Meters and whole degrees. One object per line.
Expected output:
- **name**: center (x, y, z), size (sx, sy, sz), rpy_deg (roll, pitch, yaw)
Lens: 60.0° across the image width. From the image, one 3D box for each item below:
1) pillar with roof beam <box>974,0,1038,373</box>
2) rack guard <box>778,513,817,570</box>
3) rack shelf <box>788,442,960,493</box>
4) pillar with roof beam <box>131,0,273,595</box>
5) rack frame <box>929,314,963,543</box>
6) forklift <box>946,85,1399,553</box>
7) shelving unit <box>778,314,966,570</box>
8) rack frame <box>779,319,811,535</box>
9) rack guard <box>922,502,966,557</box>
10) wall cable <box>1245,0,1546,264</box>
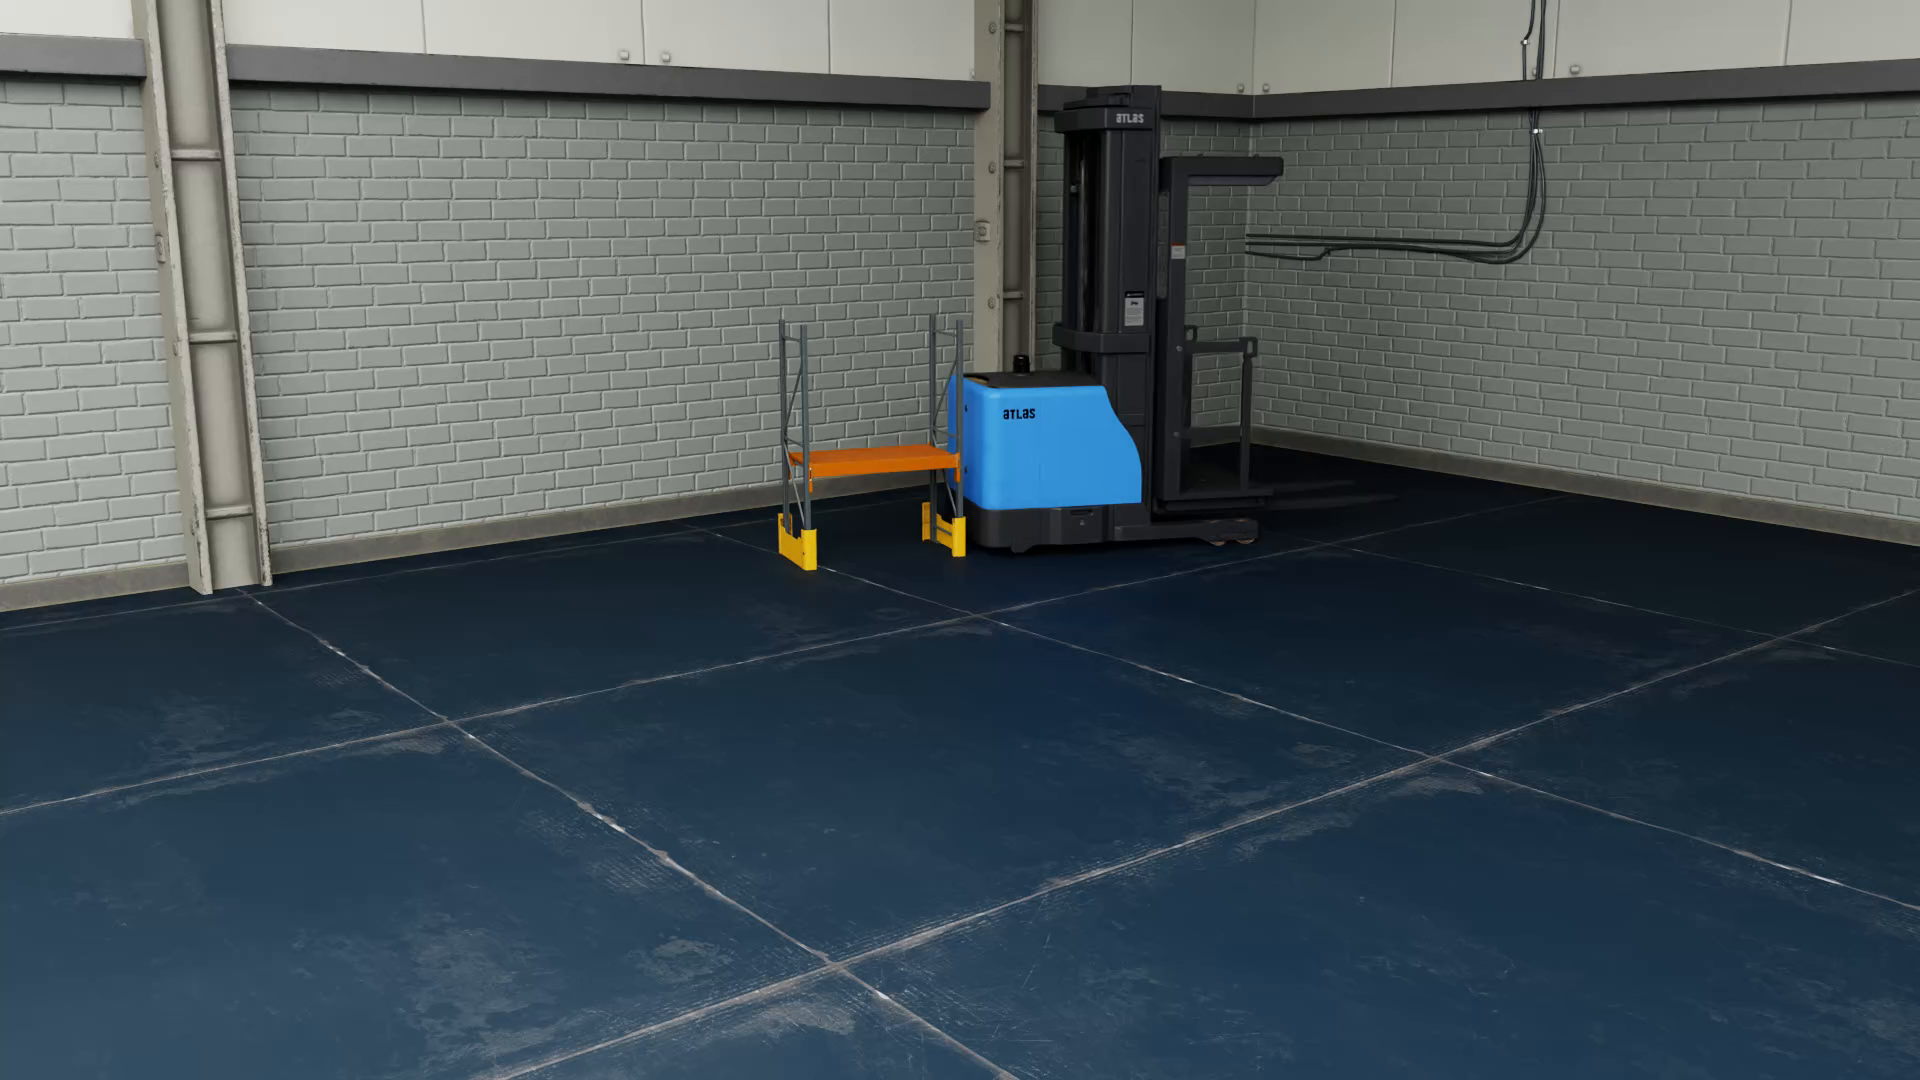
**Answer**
- **pillar with roof beam**: center (3.046, -4.216, 9.317), size (0.400, 9.000, 9.100), rpy_deg (-9, 15, -38)
- **rack guard**: center (-1.027, 0.007, 10.494), size (0.087, 0.250, 0.587), rpy_deg (-5, 13, -22)
- **rack shelf**: center (-0.559, -0.469, 10.593), size (1.000, 0.185, 0.538), rpy_deg (-5, 13, -22)
- **pillar with roof beam**: center (-1.639, -3.437, 5.651), size (0.400, 9.000, 9.100), rpy_deg (-9, 15, -38)
- **rack frame**: center (-0.090, -0.686, 10.747), size (0.032, 1.500, 0.500), rpy_deg (-5, 13, -22)
- **forklift**: center (1.480, -1.497, 11.124), size (3.031, 2.935, 1.130), rpy_deg (-3, 12, -15)
- **shelving unit**: center (-0.567, -0.644, 10.552), size (1.083, 1.500, 0.587), rpy_deg (-5, 13, -22)
- **rack frame**: center (-1.028, -0.604, 10.364), size (0.032, 1.500, 0.500), rpy_deg (-5, 13, -22)
- **rack guard**: center (-0.108, -0.073, 10.869), size (0.087, 0.250, 0.587), rpy_deg (-5, 13, -22)
- **wall cable**: center (3.483, -3.563, 13.718), size (0.112, 2.526, 3.097), rpy_deg (-9, 15, -38)
